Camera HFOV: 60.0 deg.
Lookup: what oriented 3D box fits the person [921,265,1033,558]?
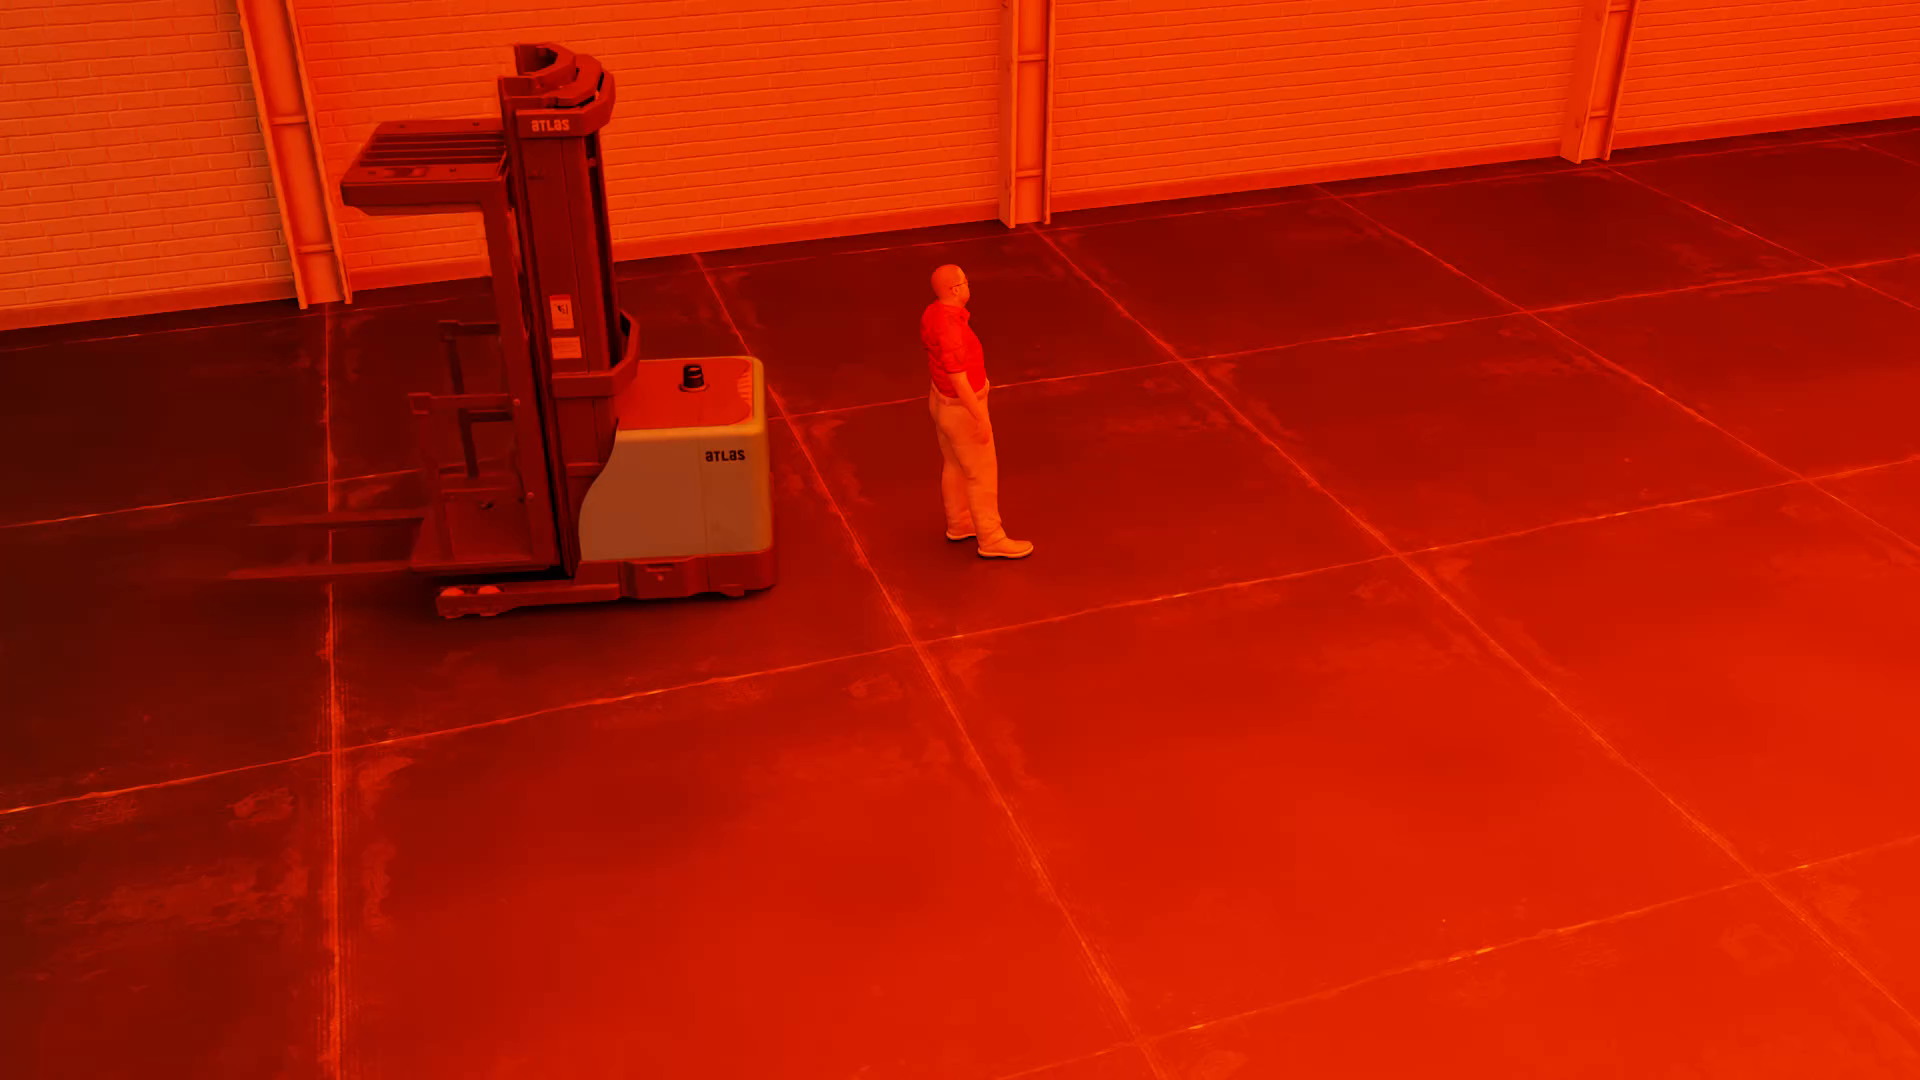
[{"bbox_3d":[0.089,-0.764,9.607,0.550,1.724,0.641,-10,31,-16],"label":"person"}]

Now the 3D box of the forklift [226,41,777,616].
[{"bbox_3d":[-2.598,-1.112,9.019,3.031,2.935,1.130,-3,30,-5],"label":"forklift"}]
